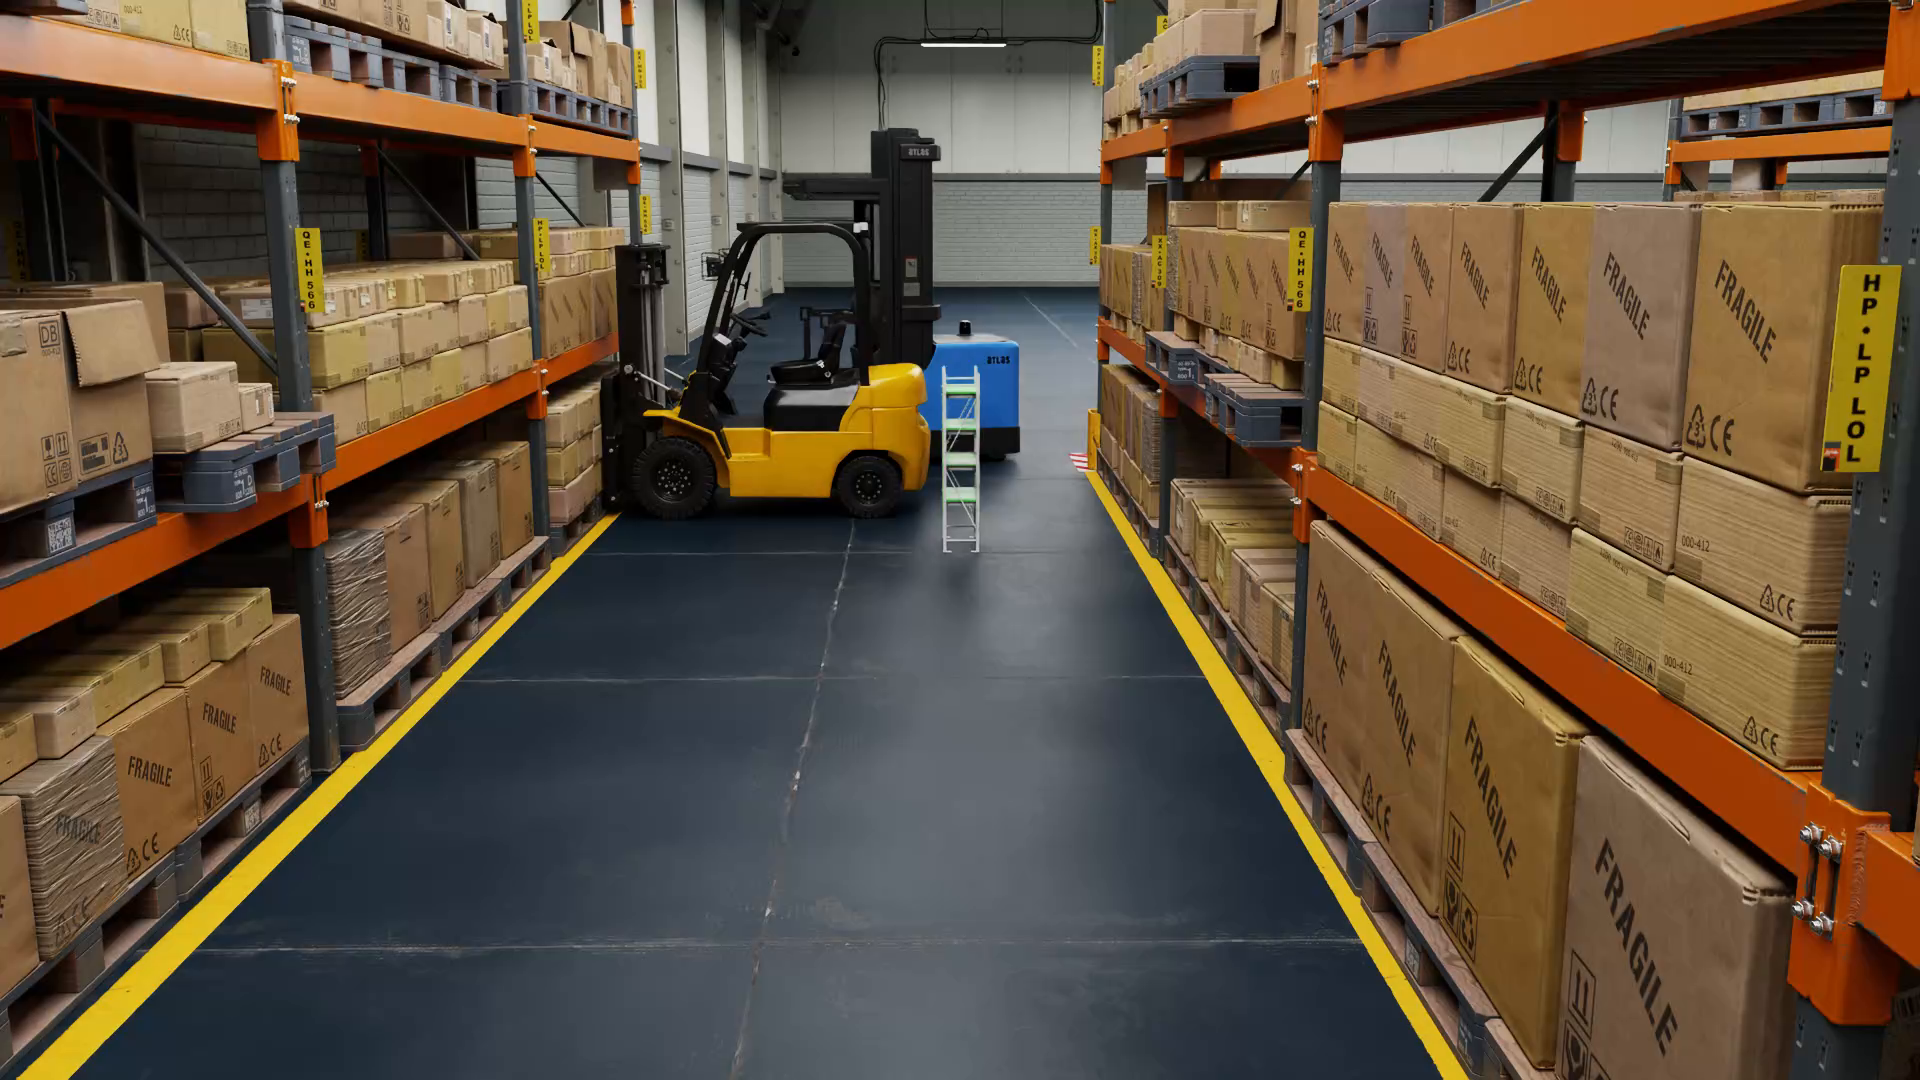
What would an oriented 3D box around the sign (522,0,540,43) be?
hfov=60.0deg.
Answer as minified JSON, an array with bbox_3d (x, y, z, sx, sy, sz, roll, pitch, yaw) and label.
[{"bbox_3d":[-2.618,-3.195,10.127,0.100,0.325,0.005,0,11,-1],"label":"sign"}]

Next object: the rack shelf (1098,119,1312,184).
[{"bbox_3d":[1.761,-2.849,12.324,1.077,0.370,4.000,0,11,-1],"label":"rack shelf"}]

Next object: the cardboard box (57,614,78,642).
[{"bbox_3d":[-3.400,0.341,5.932,0.380,0.149,0.250,0,11,1],"label":"cardboard box"}]

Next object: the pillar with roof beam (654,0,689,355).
[{"bbox_3d":[-0.074,-7.309,24.954,9.100,9.000,0.400,0,11,-1],"label":"pillar with roof beam"}]

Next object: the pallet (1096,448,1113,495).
[{"bbox_3d":[1.702,-0.586,13.916,1.003,0.211,1.213,0,11,-1],"label":"pallet"}]

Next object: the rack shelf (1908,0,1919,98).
[{"bbox_3d":[2.009,-0.464,0.566,1.077,0.370,4.000,0,11,-1],"label":"rack shelf"}]

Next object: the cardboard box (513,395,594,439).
[{"bbox_3d":[-2.857,-0.860,11.601,0.500,0.250,0.500,0,11,-1],"label":"cardboard box"}]

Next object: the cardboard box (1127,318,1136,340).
[{"bbox_3d":[1.449,-1.578,12.423,0.380,0.149,0.250,0,11,-1],"label":"cardboard box"}]

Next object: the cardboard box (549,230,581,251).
[{"bbox_3d":[-2.999,-2.196,12.206,0.380,0.149,0.250,0,11,-1],"label":"cardboard box"}]

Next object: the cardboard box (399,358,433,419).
[{"bbox_3d":[-2.866,-0.736,8.020,0.500,0.250,0.500,-1,11,-3],"label":"cardboard box"}]

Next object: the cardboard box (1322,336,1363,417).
[{"bbox_3d":[1.648,-0.609,6.135,0.500,0.250,0.500,0,11,-2],"label":"cardboard box"}]

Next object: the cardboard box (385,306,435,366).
[{"bbox_3d":[-2.845,-0.982,7.976,0.500,0.250,0.500,-1,11,-3],"label":"cardboard box"}]

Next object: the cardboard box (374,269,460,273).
[{"bbox_3d":[-2.876,-1.359,8.831,0.380,0.149,0.250,0,11,-1],"label":"cardboard box"}]

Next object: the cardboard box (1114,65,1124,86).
[{"bbox_3d":[1.418,-3.645,13.065,0.380,0.149,0.250,0,11,-1],"label":"cardboard box"}]

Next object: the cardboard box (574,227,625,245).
[{"bbox_3d":[-3.025,-2.551,13.956,0.380,0.149,0.250,0,11,-1],"label":"cardboard box"}]

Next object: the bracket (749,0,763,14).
[{"bbox_3d":[-4.209,-10.848,33.343,0.076,0.066,4.783,0,11,-1],"label":"bracket"}]

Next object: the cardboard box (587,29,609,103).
[{"bbox_3d":[-3.069,-3.591,12.612,0.700,0.500,0.500,0,11,-1],"label":"cardboard box"}]

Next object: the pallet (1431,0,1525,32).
[{"bbox_3d":[1.977,-1.566,4.667,1.003,0.211,1.213,0,11,1],"label":"pallet"}]

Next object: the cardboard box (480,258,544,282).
[{"bbox_3d":[-2.904,-1.744,10.730,0.380,0.149,0.250,0,11,-2],"label":"cardboard box"}]

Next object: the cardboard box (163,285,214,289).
[{"bbox_3d":[-3.404,-1.000,7.062,0.380,0.149,0.250,0,11,0],"label":"cardboard box"}]

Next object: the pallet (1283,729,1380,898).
[{"bbox_3d":[1.826,0.985,6.175,1.003,0.211,1.213,0,11,-1],"label":"pallet"}]

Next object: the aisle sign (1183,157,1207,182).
[{"bbox_3d":[2.008,-3.417,14.319,0.394,0.787,0.004,0,11,-1],"label":"aisle sign"}]

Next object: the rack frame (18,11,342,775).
[{"bbox_3d":[-3.078,-0.518,6.568,1.000,3.000,0.127,0,11,-1],"label":"rack frame"}]

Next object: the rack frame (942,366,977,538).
[{"bbox_3d":[-0.002,-0.604,11.517,0.240,1.200,0.015,0,11,-1],"label":"rack frame"}]

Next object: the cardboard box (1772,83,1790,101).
[{"bbox_3d":[6.385,-3.401,12.556,0.380,0.149,0.250,0,11,-1],"label":"cardboard box"}]

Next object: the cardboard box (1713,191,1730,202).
[{"bbox_3d":[6.739,-2.590,13.686,0.875,0.550,0.550,0,11,-1],"label":"cardboard box"}]

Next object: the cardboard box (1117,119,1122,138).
[{"bbox_3d":[1.468,-3.304,13.390,0.380,0.149,0.250,0,11,0],"label":"cardboard box"}]

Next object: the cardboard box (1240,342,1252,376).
[{"bbox_3d":[1.518,-0.839,7.725,0.380,0.149,0.250,-1,11,-4],"label":"cardboard box"}]

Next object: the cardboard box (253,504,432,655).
[{"bbox_3d":[-3.098,0.186,8.013,0.875,0.625,0.625,0,11,1],"label":"cardboard box"}]

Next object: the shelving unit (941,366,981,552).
[{"bbox_3d":[0.003,-0.555,11.278,0.258,1.200,0.503,0,11,-1],"label":"shelving unit"}]

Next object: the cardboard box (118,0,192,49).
[{"bbox_3d":[-2.813,-1.714,5.294,0.500,0.250,0.500,0,11,-1],"label":"cardboard box"}]

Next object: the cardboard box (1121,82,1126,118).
[{"bbox_3d":[1.499,-3.368,12.700,0.500,0.250,0.500,0,11,1],"label":"cardboard box"}]

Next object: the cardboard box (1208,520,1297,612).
[{"bbox_3d":[1.850,0.133,8.911,0.950,0.372,0.625,0,11,1],"label":"cardboard box"}]

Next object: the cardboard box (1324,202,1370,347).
[{"bbox_3d":[1.650,-0.979,6.074,0.500,0.500,0.500,-1,11,-3],"label":"cardboard box"}]

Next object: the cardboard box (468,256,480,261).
[{"bbox_3d":[-3.461,-1.845,11.226,0.380,0.149,0.250,0,11,0],"label":"cardboard box"}]

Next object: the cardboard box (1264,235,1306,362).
[{"bbox_3d":[1.597,-1.029,7.030,0.500,0.500,0.500,-1,11,-3],"label":"cardboard box"}]

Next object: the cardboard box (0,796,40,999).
[{"bbox_3d":[-2.807,0.994,4.344,0.500,0.500,0.500,-1,11,-3],"label":"cardboard box"}]

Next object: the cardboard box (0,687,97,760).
[{"bbox_3d":[-2.815,0.544,4.931,0.380,0.149,0.250,-1,11,-4],"label":"cardboard box"}]

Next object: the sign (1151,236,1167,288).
[{"bbox_3d":[1.260,-1.755,10.487,0.100,0.325,0.005,0,11,-1],"label":"sign"}]

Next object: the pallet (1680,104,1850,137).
[{"bbox_3d":[6.692,-3.449,13.694,1.003,0.211,1.213,0,11,-1],"label":"pallet"}]

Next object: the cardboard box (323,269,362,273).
[{"bbox_3d":[-3.394,-1.356,8.813,0.380,0.149,0.250,0,11,-2],"label":"cardboard box"}]

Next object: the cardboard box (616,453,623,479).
[{"bbox_3d":[-2.882,-0.573,12.698,0.500,0.250,0.500,0,11,1],"label":"cardboard box"}]

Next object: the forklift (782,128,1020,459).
[{"bbox_3d":[-1.029,-2.175,14.910,3.031,2.935,1.130,-3,12,-15],"label":"forklift"}]

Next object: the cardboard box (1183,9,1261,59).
[{"bbox_3d":[1.457,-2.618,8.696,0.500,0.250,0.500,0,11,-2],"label":"cardboard box"}]

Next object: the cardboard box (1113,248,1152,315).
[{"bbox_3d":[1.478,-2.025,12.994,0.500,0.500,0.500,0,11,-2],"label":"cardboard box"}]

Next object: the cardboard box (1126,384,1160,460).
[{"bbox_3d":[1.498,-0.879,12.321,0.500,0.500,0.500,0,11,2],"label":"cardboard box"}]

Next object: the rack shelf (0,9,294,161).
[{"bbox_3d":[-3.037,-1.238,4.381,1.077,0.370,4.000,0,11,-1],"label":"rack shelf"}]

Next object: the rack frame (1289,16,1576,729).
[{"bbox_3d":[1.885,-0.539,6.672,1.000,3.000,0.127,0,11,-1],"label":"rack frame"}]

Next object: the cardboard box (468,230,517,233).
[{"bbox_3d":[-3.437,-2.193,12.194,0.380,0.149,0.250,0,11,0],"label":"cardboard box"}]

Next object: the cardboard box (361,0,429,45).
[{"bbox_3d":[-2.870,-2.639,7.920,0.500,0.500,0.500,0,11,0],"label":"cardboard box"}]

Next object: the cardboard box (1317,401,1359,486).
[{"bbox_3d":[1.643,-0.367,6.202,0.500,0.250,0.500,0,11,-2],"label":"cardboard box"}]

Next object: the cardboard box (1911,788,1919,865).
[{"bbox_3d":[1.715,0.301,2.277,0.500,0.500,0.500,0,11,1],"label":"cardboard box"}]

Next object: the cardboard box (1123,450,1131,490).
[{"bbox_3d":[1.494,-0.516,12.416,0.500,0.250,0.500,0,11,0],"label":"cardboard box"}]

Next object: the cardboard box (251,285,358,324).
[{"bbox_3d":[-2.797,-1.002,7.073,0.380,0.149,0.250,0,11,0],"label":"cardboard box"}]

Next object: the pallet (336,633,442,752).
[{"bbox_3d":[-3.056,0.685,7.652,1.003,0.211,1.213,0,11,-1],"label":"pallet"}]

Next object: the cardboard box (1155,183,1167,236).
[{"bbox_3d":[1.951,-2.613,13.379,0.700,0.500,0.500,0,11,-1],"label":"cardboard box"}]
